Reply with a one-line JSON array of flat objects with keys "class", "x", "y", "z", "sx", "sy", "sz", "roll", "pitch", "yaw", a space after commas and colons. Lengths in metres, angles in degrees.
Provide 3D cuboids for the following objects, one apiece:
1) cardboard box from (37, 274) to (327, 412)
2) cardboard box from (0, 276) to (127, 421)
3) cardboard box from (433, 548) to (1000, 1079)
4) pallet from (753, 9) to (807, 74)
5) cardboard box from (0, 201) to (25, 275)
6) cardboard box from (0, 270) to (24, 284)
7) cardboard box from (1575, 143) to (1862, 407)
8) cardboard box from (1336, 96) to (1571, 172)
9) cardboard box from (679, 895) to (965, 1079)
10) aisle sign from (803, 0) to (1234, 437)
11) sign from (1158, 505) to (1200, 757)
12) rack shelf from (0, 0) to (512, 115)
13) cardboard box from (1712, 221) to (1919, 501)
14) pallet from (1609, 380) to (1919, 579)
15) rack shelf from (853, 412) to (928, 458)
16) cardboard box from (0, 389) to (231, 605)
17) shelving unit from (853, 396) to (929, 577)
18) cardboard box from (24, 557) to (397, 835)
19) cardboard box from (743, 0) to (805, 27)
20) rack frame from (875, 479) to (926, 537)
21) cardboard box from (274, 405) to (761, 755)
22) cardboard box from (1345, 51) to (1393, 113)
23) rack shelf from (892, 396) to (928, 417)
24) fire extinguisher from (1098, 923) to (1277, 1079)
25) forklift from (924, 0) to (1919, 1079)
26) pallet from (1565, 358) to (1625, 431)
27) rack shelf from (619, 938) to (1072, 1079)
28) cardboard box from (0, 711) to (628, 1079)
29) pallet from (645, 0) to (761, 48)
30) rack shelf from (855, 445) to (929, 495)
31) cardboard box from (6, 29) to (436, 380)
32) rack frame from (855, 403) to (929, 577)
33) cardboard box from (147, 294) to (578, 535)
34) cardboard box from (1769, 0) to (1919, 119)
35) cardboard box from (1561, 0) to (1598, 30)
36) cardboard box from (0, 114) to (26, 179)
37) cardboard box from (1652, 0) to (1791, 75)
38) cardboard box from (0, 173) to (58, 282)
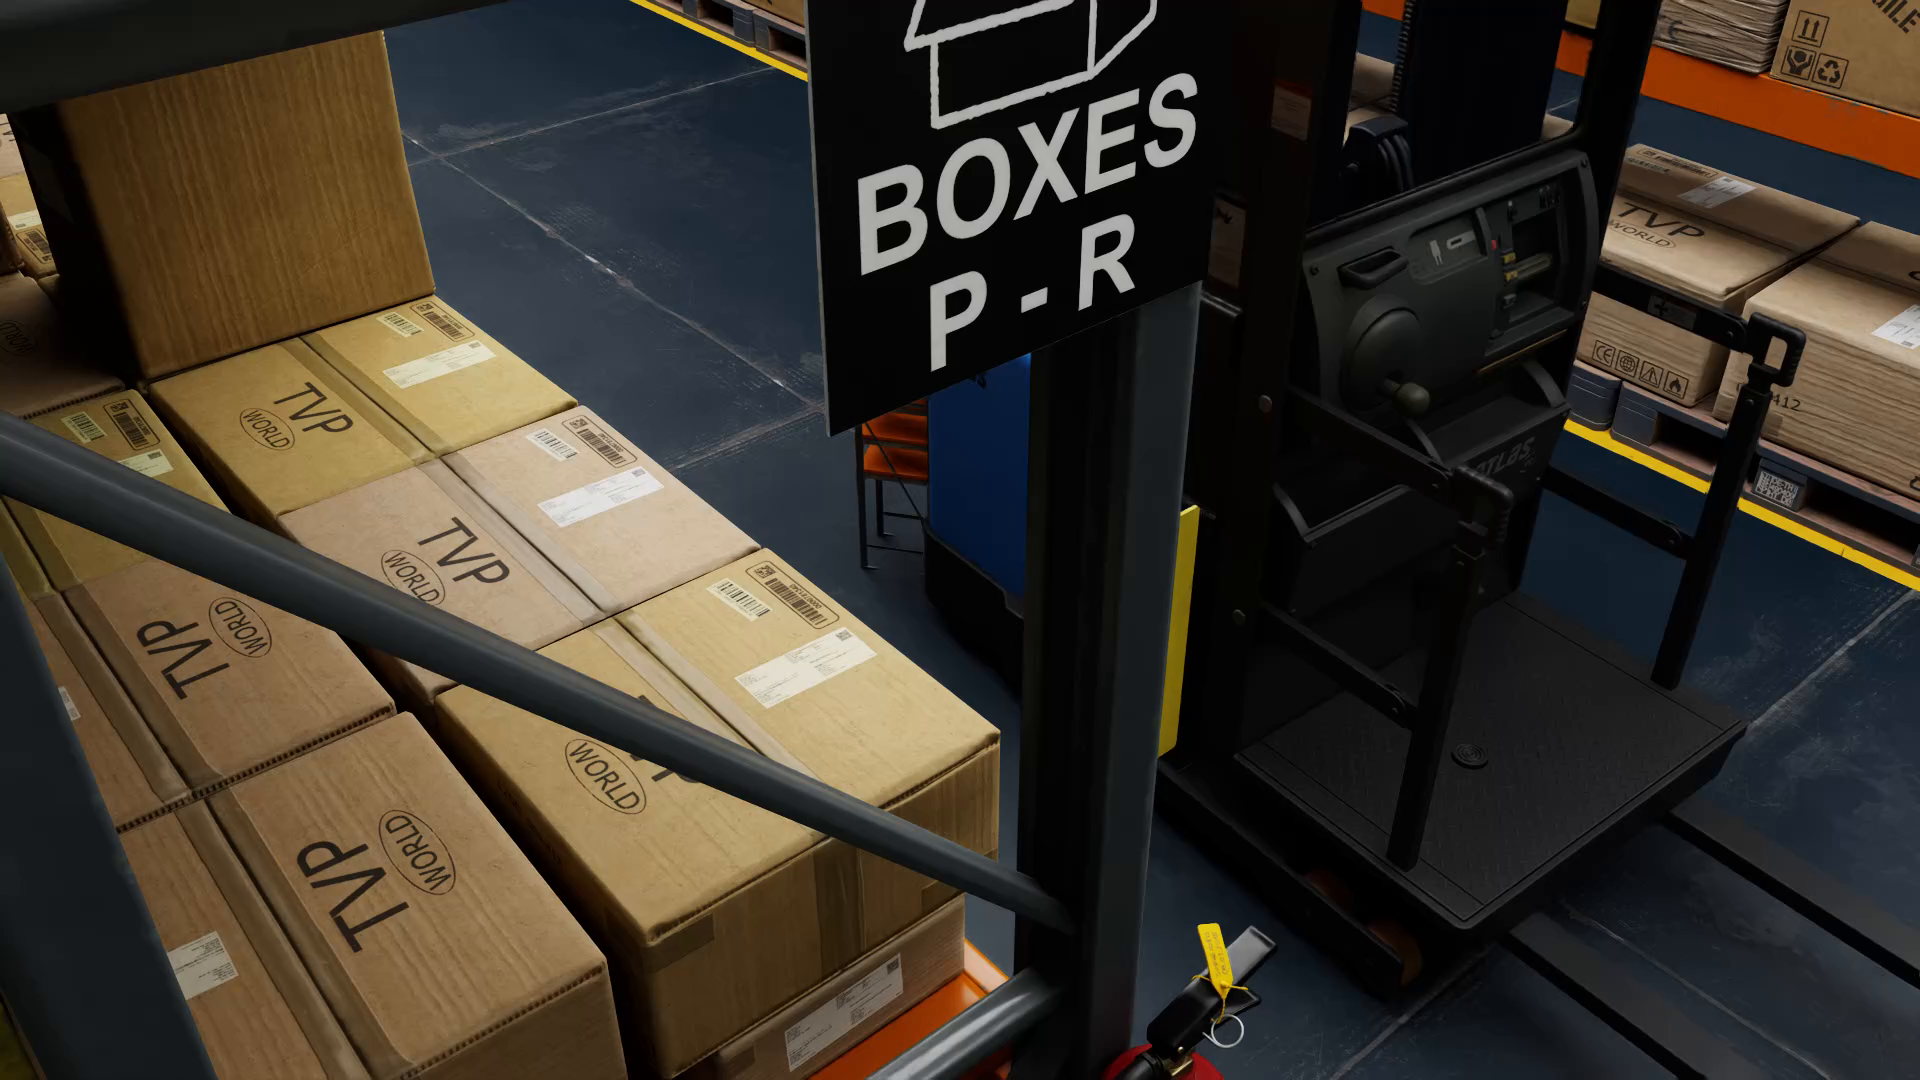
[{"class": "cardboard box", "x": -1.301, "y": -0.352, "z": 3.025, "sx": 0.500, "sy": 0.250, "sz": 0.500, "roll": -27, "pitch": 43, "yaw": -33}, {"class": "cardboard box", "x": -1.697, "y": -0.172, "z": 2.770, "sx": 0.500, "sy": 0.250, "sz": 0.500, "roll": -26, "pitch": 43, "yaw": -32}, {"class": "cardboard box", "x": -0.299, "y": 0.310, "z": 2.089, "sx": 0.500, "sy": 0.250, "sz": 0.500, "roll": -26, "pitch": 43, "yaw": -32}, {"class": "pallet", "x": -0.351, "y": -2.661, "z": 8.825, "sx": 1.003, "sy": 0.211, "sz": 1.213, "roll": -26, "pitch": 43, "yaw": -32}, {"class": "cardboard box", "x": -2.036, "y": -0.704, "z": 2.872, "sx": 0.500, "sy": 0.500, "sz": 0.500, "roll": -27, "pitch": 44, "yaw": -33}, {"class": "cardboard box", "x": -2.020, "y": -0.388, "z": 3.075, "sx": 0.500, "sy": 0.250, "sz": 0.500, "roll": -25, "pitch": 42, "yaw": -31}, {"class": "cardboard box", "x": 2.478, "y": -0.962, "z": 5.867, "sx": 0.875, "sy": 0.438, "sz": 0.875, "roll": -25, "pitch": 42, "yaw": -31}, {"class": "cardboard box", "x": 1.897, "y": -1.361, "z": 6.430, "sx": 0.875, "sy": 0.438, "sz": 0.875, "roll": -27, "pitch": 44, "yaw": -33}, {"class": "cardboard box", "x": -0.215, "y": 0.526, "z": 2.129, "sx": 0.380, "sy": 0.149, "sz": 0.250, "roll": -26, "pitch": 43, "yaw": -32}, {"class": "aisle sign", "x": 0.056, "y": -0.469, "z": 1.067, "sx": 0.394, "sy": 0.787, "sz": 0.004, "roll": -26, "pitch": 43, "yaw": -32}, {"class": "sign", "x": 0.202, "y": 0.116, "z": 1.742, "sx": 0.100, "sy": 0.325, "sz": 0.005, "roll": -26, "pitch": 43, "yaw": -32}, {"class": "rack shelf", "x": -1.503, "y": -1.142, "z": 2.294, "sx": 1.077, "sy": 0.370, "sz": 4.000, "roll": -26, "pitch": 43, "yaw": -32}, {"class": "cardboard box", "x": 3.075, "y": -0.561, "z": 5.301, "sx": 0.875, "sy": 0.438, "sz": 0.875, "roll": -28, "pitch": 44, "yaw": -33}, {"class": "pallet", "x": 3.001, "y": -0.367, "z": 5.586, "sx": 1.003, "sy": 0.211, "sz": 1.213, "roll": -26, "pitch": 43, "yaw": -32}, {"class": "rack shelf", "x": -0.167, "y": -0.307, "z": 4.930, "sx": 0.258, "sy": 0.103, "sz": 0.180, "roll": 8, "pitch": 36, "yaw": 11}, {"class": "cardboard box", "x": -1.360, "y": 0.059, "z": 2.444, "sx": 0.500, "sy": 0.250, "sz": 0.500, "roll": -25, "pitch": 42, "yaw": -30}, {"class": "shelving unit", "x": -0.167, "y": -0.441, "z": 4.835, "sx": 0.258, "sy": 1.200, "sz": 0.189, "roll": 8, "pitch": 36, "yaw": 11}, {"class": "cardboard box", "x": -1.044, "y": 0.279, "z": 2.133, "sx": 0.500, "sy": 0.250, "sz": 0.500, "roll": -26, "pitch": 43, "yaw": -32}, {"class": "cardboard box", "x": -0.631, "y": -3.287, "z": 8.770, "sx": 0.875, "sy": 0.875, "sz": 0.875, "roll": -25, "pitch": 43, "yaw": -31}, {"class": "rack frame", "x": -0.145, "y": -0.493, "z": 4.908, "sx": 0.240, "sy": 1.200, "sz": 0.006, "roll": 8, "pitch": 36, "yaw": 11}, {"class": "cardboard box", "x": -0.625, "y": 0.088, "z": 2.403, "sx": 0.500, "sy": 0.250, "sz": 0.500, "roll": -26, "pitch": 43, "yaw": -31}, {"class": "cardboard box", "x": 1.319, "y": -1.756, "z": 6.988, "sx": 0.875, "sy": 0.438, "sz": 0.875, "roll": -27, "pitch": 43, "yaw": -32}, {"class": "rack shelf", "x": -0.167, "y": -0.405, "z": 4.861, "sx": 0.258, "sy": 0.103, "sz": 0.180, "roll": 8, "pitch": 36, "yaw": 11}, {"class": "fire extinguisher", "x": 0.236, "y": 0.748, "z": 1.988, "sx": 0.296, "sy": 0.674, "sz": 0.183, "roll": -26, "pitch": 43, "yaw": -32}, {"class": "forklift", "x": 1.192, "y": -0.494, "z": 3.411, "sx": 1.130, "sy": 2.935, "sz": 3.031, "roll": -24, "pitch": 42, "yaw": -30}, {"class": "pallet", "x": 2.218, "y": -0.906, "z": 6.346, "sx": 1.003, "sy": 0.211, "sz": 1.213, "roll": -26, "pitch": 43, "yaw": -32}, {"class": "rack shelf", "x": -1.503, "y": 0.082, "z": 3.161, "sx": 1.077, "sy": 0.370, "sz": 4.000, "roll": -26, "pitch": 43, "yaw": -32}, {"class": "cardboard box", "x": -0.712, "y": 0.507, "z": 1.811, "sx": 0.500, "sy": 0.250, "sz": 0.500, "roll": -25, "pitch": 42, "yaw": -31}, {"class": "pallet", "x": -1.134, "y": -3.199, "z": 9.585, "sx": 1.003, "sy": 0.211, "sz": 1.213, "roll": -26, "pitch": 43, "yaw": -32}, {"class": "rack shelf", "x": -0.167, "y": -0.209, "z": 4.999, "sx": 0.258, "sy": 0.103, "sz": 0.180, "roll": 8, "pitch": 36, "yaw": 11}, {"class": "cardboard box", "x": -1.268, "y": -0.658, "z": 2.807, "sx": 0.500, "sy": 0.500, "sz": 0.500, "roll": -25, "pitch": 42, "yaw": -31}, {"class": "rack frame", "x": -0.188, "y": -0.390, "z": 4.762, "sx": 0.240, "sy": 1.200, "sz": 0.006, "roll": 8, "pitch": 36, "yaw": 11}, {"class": "cardboard box", "x": -0.954, "y": -0.135, "z": 2.717, "sx": 0.500, "sy": 0.250, "sz": 0.500, "roll": -27, "pitch": 43, "yaw": -33}, {"class": "cardboard box", "x": 2.751, "y": -1.564, "z": 4.776, "sx": 0.500, "sy": 0.500, "sz": 0.500, "roll": -27, "pitch": 43, "yaw": -33}, {"class": "cardboard box", "x": 2.069, "y": -2.010, "z": 5.407, "sx": 0.500, "sy": 0.500, "sz": 0.500, "roll": -25, "pitch": 42, "yaw": -30}, {"class": "cardboard box", "x": -1.944, "y": -0.805, "z": 3.664, "sx": 0.500, "sy": 0.250, "sz": 0.500, "roll": -26, "pitch": 43, "yaw": -32}, {"class": "cardboard box", "x": 2.412, "y": -1.787, "z": 5.092, "sx": 0.500, "sy": 0.500, "sz": 0.500, "roll": -25, "pitch": 42, "yaw": -31}, {"class": "cardboard box", "x": -1.632, "y": -0.580, "z": 3.346, "sx": 0.500, "sy": 0.250, "sz": 0.500, "roll": -26, "pitch": 43, "yaw": -32}]
